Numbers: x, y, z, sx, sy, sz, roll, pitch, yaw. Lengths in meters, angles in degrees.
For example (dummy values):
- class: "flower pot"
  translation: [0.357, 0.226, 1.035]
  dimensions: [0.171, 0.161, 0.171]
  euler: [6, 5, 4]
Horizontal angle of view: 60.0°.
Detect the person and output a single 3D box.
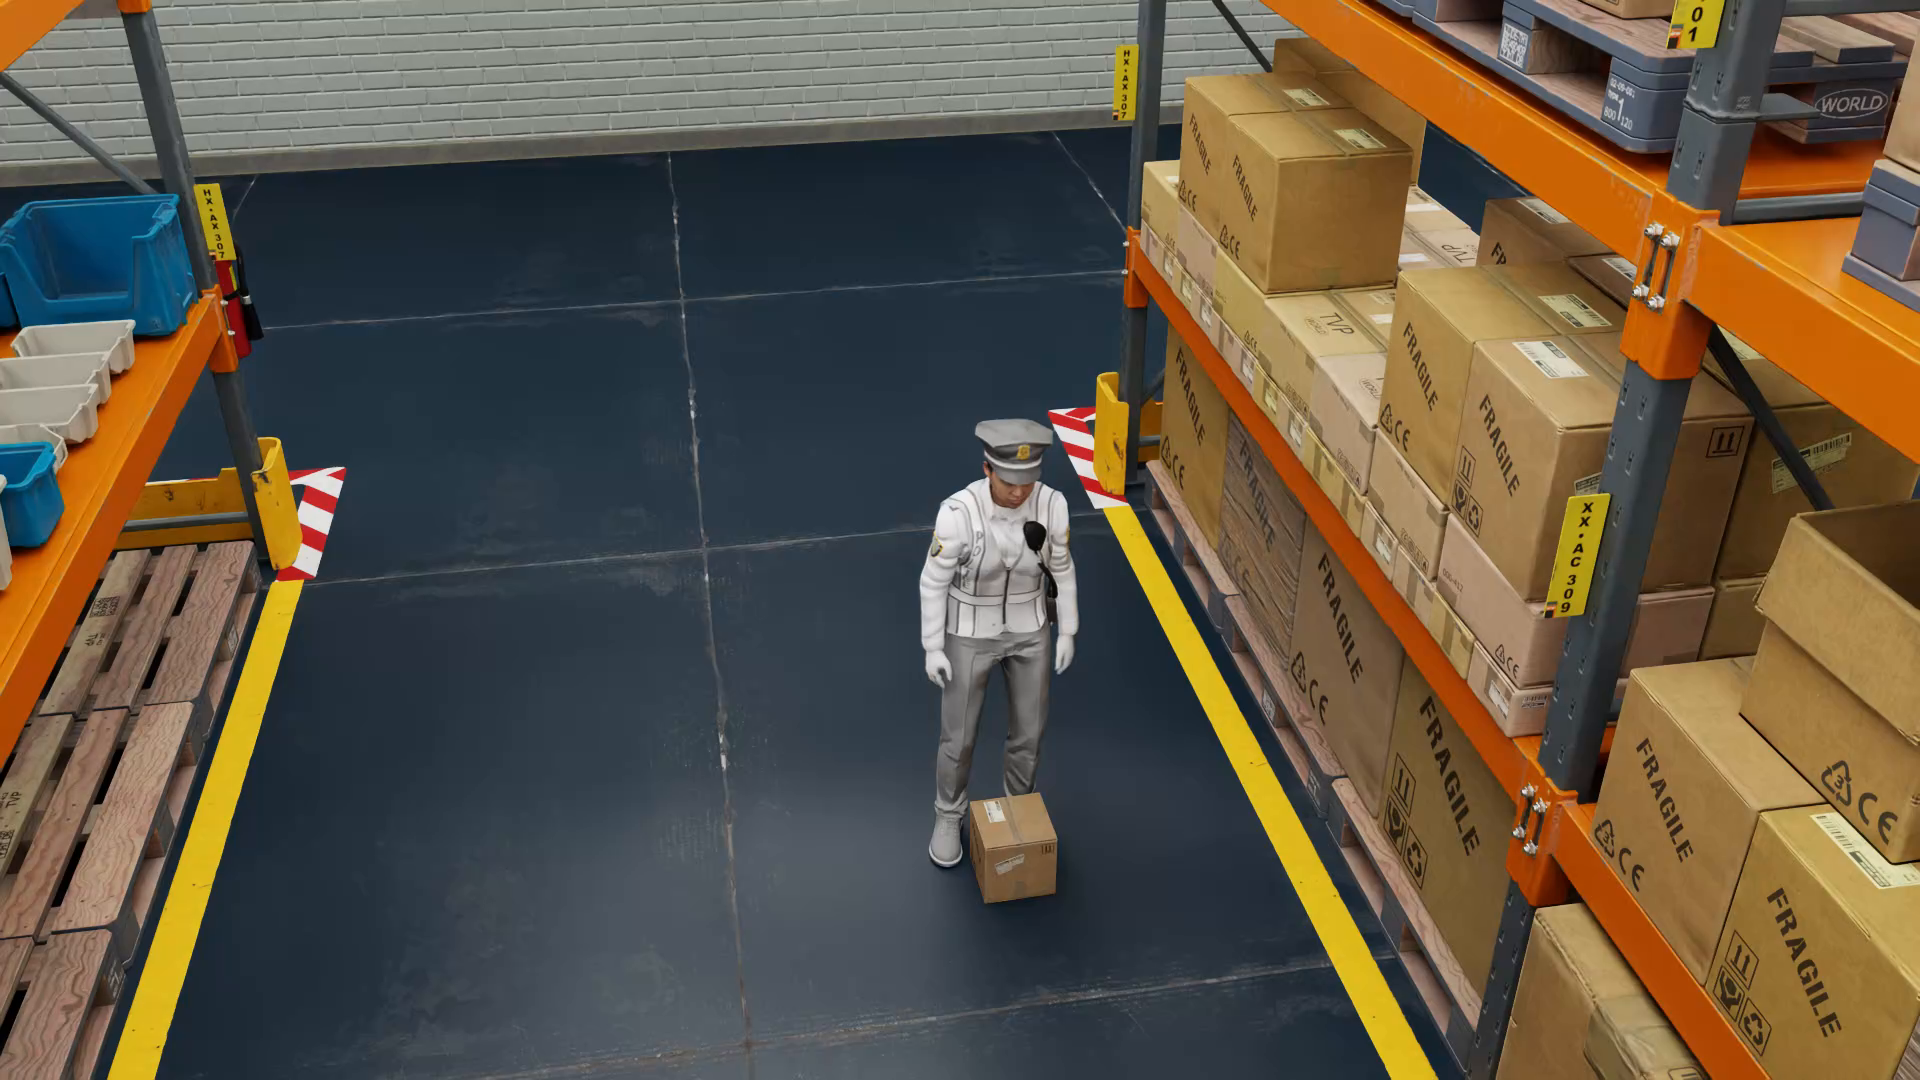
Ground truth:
- class: "person"
  translation: [0.135, 0.336, 5.567]
  dimensions: [0.537, 1.662, 0.378]
  euler: [-6, 31, -10]
